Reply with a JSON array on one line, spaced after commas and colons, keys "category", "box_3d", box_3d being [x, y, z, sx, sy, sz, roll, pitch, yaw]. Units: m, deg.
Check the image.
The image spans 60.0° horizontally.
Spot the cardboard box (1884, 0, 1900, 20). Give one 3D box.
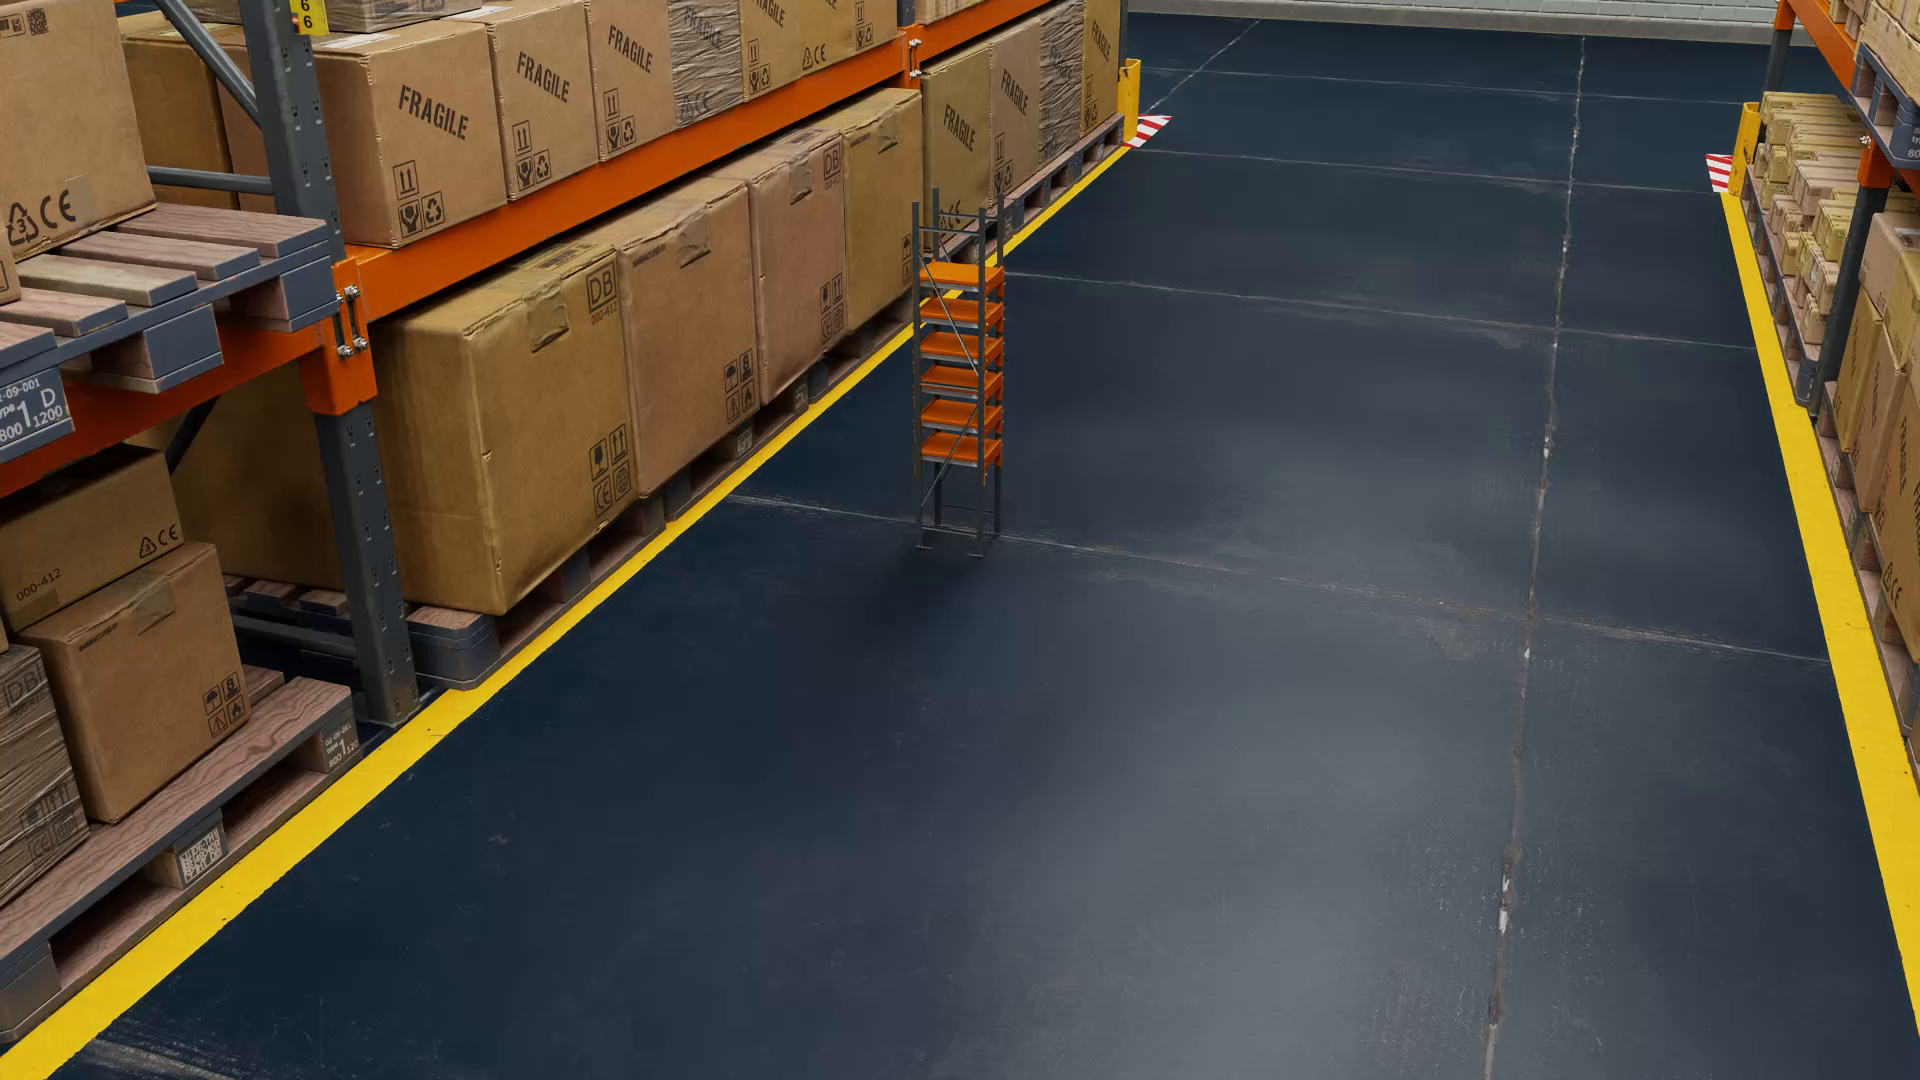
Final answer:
[{"category": "cardboard box", "box_3d": [3.299, -1.803, 5.497, 0.380, 0.149, 0.250, 8, 27, 16]}]

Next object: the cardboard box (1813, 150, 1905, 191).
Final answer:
[{"category": "cardboard box", "box_3d": [4.372, -1.786, 8.103, 0.380, 0.149, 0.250, 9, 27, 18]}]

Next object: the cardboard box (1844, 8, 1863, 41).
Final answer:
[{"category": "cardboard box", "box_3d": [4.122, -2.275, 7.294, 0.380, 0.149, 0.250, 8, 27, 15]}]

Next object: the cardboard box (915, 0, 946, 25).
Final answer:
[{"category": "cardboard box", "box_3d": [-0.284, -2.516, 7.793, 0.380, 0.149, 0.250, 9, 27, 18]}]

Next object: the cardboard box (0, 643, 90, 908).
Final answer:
[{"category": "cardboard box", "box_3d": [-2.403, 0.523, 3.591, 0.700, 0.500, 0.500, 6, 27, 13]}]

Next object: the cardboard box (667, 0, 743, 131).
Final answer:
[{"category": "cardboard box", "box_3d": [-1.104, -1.746, 5.799, 0.500, 0.500, 0.500, 9, 27, 18]}]

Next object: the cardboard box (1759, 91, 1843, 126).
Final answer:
[{"category": "cardboard box", "box_3d": [4.784, -2.446, 9.468, 0.380, 0.149, 0.250, 8, 27, 15]}]

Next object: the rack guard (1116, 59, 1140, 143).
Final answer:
[{"category": "rack guard", "box_3d": [0.643, -3.085, 11.547, 1.175, 0.500, 0.348, 9, 27, 17]}]

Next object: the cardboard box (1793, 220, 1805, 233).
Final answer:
[{"category": "cardboard box", "box_3d": [4.252, -1.434, 8.060, 0.380, 0.149, 0.250, 9, 27, 18]}]

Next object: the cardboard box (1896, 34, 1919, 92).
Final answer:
[{"category": "cardboard box", "box_3d": [3.125, -1.456, 5.121, 0.380, 0.149, 0.250, 9, 27, 18]}]

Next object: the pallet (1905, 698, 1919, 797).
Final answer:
[{"category": "pallet", "box_3d": [2.878, 0.783, 3.891, 1.003, 0.211, 1.213, 9, 27, 17]}]

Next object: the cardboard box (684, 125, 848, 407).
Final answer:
[{"category": "cardboard box", "box_3d": [-1.186, -1.155, 6.650, 1.225, 0.875, 0.875, 8, 27, 16]}]

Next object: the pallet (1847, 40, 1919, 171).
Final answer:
[{"category": "pallet", "box_3d": [3.556, -1.416, 5.452, 1.003, 0.211, 1.213, 9, 27, 17]}]

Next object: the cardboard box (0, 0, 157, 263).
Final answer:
[{"category": "cardboard box", "box_3d": [-2.169, -0.918, 3.608, 0.500, 0.500, 0.500, 5, 26, 11]}]

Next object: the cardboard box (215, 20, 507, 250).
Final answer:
[{"category": "cardboard box", "box_3d": [-1.608, -1.117, 4.501, 0.500, 0.500, 0.500, 10, 27, 19]}]

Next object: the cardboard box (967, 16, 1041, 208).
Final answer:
[{"category": "cardboard box", "box_3d": [-0.101, -2.418, 9.258, 0.875, 0.875, 0.875, 9, 27, 17]}]

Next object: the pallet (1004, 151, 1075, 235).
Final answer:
[{"category": "pallet", "box_3d": [0.035, -2.105, 9.855, 1.003, 0.211, 1.213, 9, 27, 17]}]

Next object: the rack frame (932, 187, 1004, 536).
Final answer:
[{"category": "rack frame", "box_3d": [0.026, -0.572, 5.554, 0.240, 1.200, 0.006, 9, 27, 17]}]

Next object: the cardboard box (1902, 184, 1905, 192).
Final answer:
[{"category": "cardboard box", "box_3d": [5.015, -1.911, 8.703, 0.380, 0.149, 0.250, 8, 27, 17]}]

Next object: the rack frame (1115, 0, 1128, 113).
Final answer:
[{"category": "rack frame", "box_3d": [0.635, -4.200, 10.982, 1.000, 3.000, 0.127, 9, 27, 17]}]

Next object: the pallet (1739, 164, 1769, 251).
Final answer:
[{"category": "pallet", "box_3d": [4.950, -1.824, 9.275, 1.003, 0.211, 1.213, 9, 27, 17]}]

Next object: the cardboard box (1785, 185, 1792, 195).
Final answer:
[{"category": "cardboard box", "box_3d": [4.533, -1.746, 8.703, 0.380, 0.149, 0.250, 9, 27, 18]}]

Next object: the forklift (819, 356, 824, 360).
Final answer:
[{"category": "forklift", "box_3d": [-1.908, -2.197, 6.925, 3.031, 2.935, 1.130, 21, 33, 37]}]

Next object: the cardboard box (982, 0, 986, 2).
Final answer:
[{"category": "cardboard box", "box_3d": [-0.023, -2.841, 8.463, 0.380, 0.149, 0.250, 8, 27, 16]}]

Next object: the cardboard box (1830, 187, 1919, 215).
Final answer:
[{"category": "cardboard box", "box_3d": [4.105, -1.462, 7.435, 0.380, 0.149, 0.250, 10, 27, 19]}]

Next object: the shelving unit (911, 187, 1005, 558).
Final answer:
[{"category": "shelving unit", "box_3d": [-0.005, -0.534, 5.476, 0.258, 1.200, 0.189, 9, 27, 17]}]

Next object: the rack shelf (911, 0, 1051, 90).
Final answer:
[{"category": "rack shelf", "box_3d": [-0.030, -3.054, 9.441, 1.077, 0.370, 4.000, 9, 27, 17]}]

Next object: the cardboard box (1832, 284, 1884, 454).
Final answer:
[{"category": "cardboard box", "box_3d": [3.452, -0.594, 5.921, 0.500, 0.500, 0.500, 10, 28, 19]}]

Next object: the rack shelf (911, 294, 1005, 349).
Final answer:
[{"category": "rack shelf", "box_3d": [-0.005, -0.710, 5.391, 0.258, 0.103, 0.180, 9, 27, 17]}]

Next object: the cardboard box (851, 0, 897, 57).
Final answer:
[{"category": "cardboard box", "box_3d": [-0.594, -2.369, 7.086, 0.500, 0.500, 0.500, 9, 27, 18]}]

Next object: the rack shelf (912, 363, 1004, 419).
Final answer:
[{"category": "rack shelf", "box_3d": [-0.005, -0.494, 5.496, 0.258, 0.103, 0.180, 9, 27, 17]}]

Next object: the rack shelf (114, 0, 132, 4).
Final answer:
[{"category": "rack shelf", "box_3d": [-4.701, -3.772, 10.925, 1.077, 0.370, 4.000, 9, 27, 17]}]

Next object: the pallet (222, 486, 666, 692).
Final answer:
[{"category": "pallet", "box_3d": [-1.693, 0.030, 5.446, 1.003, 0.211, 1.213, 9, 27, 17]}]

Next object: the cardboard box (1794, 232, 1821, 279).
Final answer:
[{"category": "cardboard box", "box_3d": [3.904, -1.236, 7.309, 0.380, 0.149, 0.250, 8, 27, 16]}]

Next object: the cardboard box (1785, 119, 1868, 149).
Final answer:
[{"category": "cardboard box", "box_3d": [4.597, -2.117, 8.787, 0.380, 0.149, 0.250, 7, 27, 15]}]

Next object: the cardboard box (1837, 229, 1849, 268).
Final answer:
[{"category": "cardboard box", "box_3d": [3.821, -1.153, 6.796, 0.380, 0.149, 0.250, 10, 27, 19]}]

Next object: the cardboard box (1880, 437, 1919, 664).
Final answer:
[{"category": "cardboard box", "box_3d": [2.926, 0.044, 4.604, 0.500, 0.500, 0.500, 8, 27, 15]}]

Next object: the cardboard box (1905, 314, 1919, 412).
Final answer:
[{"category": "cardboard box", "box_3d": [3.104, -0.503, 4.873, 0.500, 0.250, 0.500, 10, 28, 19]}]

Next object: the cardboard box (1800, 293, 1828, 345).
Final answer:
[{"category": "cardboard box", "box_3d": [3.757, -0.912, 6.980, 0.380, 0.149, 0.250, 9, 27, 18]}]

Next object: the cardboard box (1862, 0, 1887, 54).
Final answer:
[{"category": "cardboard box", "box_3d": [3.383, -1.776, 5.782, 0.380, 0.149, 0.250, 7, 27, 15]}]

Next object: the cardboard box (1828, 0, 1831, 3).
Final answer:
[{"category": "cardboard box", "box_3d": [4.497, -2.695, 8.163, 0.380, 0.149, 0.250, 8, 27, 16]}]

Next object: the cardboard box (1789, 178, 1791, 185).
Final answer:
[{"category": "cardboard box", "box_3d": [4.534, -1.870, 8.619, 0.380, 0.149, 0.250, 7, 27, 15]}]

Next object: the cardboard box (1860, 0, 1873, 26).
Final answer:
[{"category": "cardboard box", "box_3d": [3.843, -2.214, 6.424, 0.500, 0.500, 0.500, 9, 27, 18]}]
